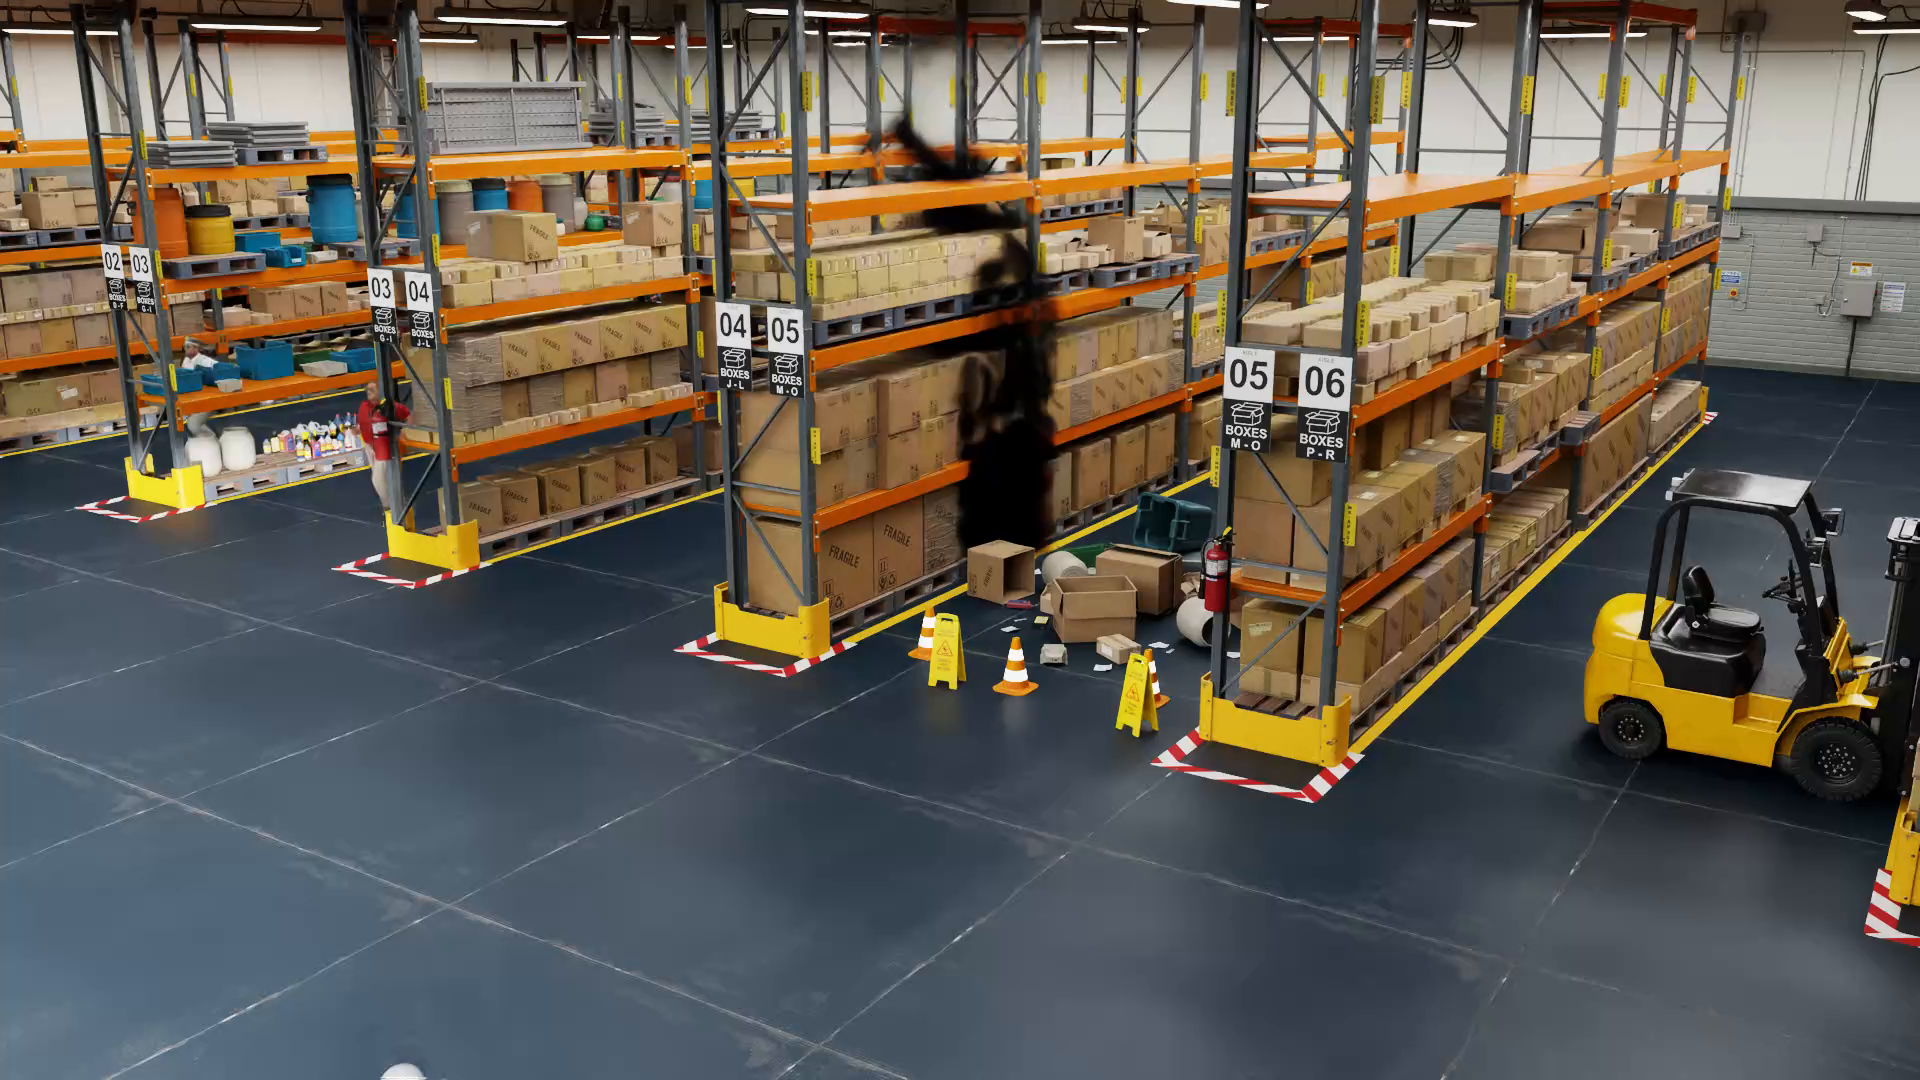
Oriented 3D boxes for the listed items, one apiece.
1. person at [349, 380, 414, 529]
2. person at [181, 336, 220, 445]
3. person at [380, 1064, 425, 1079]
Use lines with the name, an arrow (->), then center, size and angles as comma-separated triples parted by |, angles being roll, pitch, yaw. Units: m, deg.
person -> -6.856, -1.005, 19.696 | 0.638, 1.786, 0.767 | 7, 17, 24
person -> -10.481, -1.922, 22.874 | 0.684, 1.776, 0.658 | 10, 19, 33
person -> -2.036, 2.733, 6.251 | 0.591, 1.695, 0.861 | -5, 16, -16
